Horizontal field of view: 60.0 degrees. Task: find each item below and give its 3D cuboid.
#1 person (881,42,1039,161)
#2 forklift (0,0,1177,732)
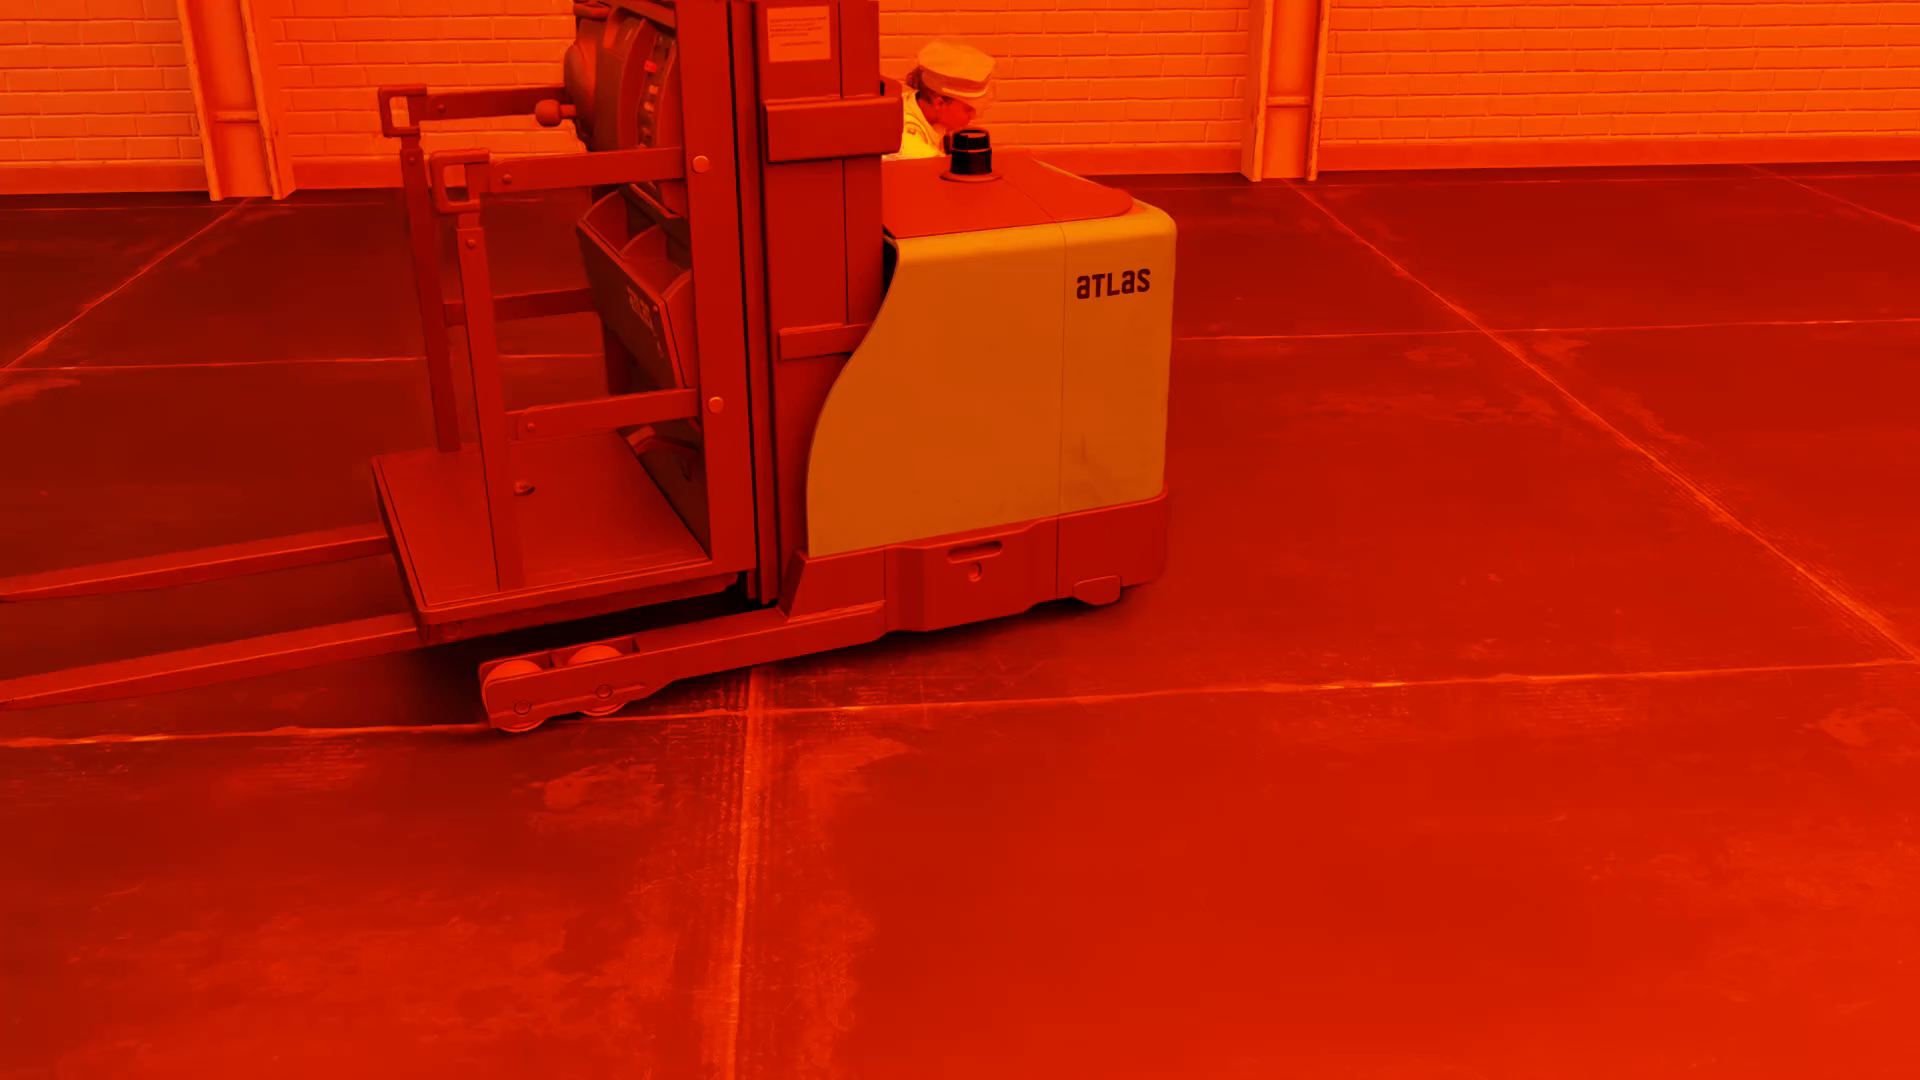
[{"bbox_3d":[-0.016,-0.967,5.580,0.892,1.383,1.125,6,24,13],"label":"person"},{"bbox_3d":[-0.994,-1.127,3.919,3.031,2.935,1.130,-10,25,-22],"label":"forklift"}]
